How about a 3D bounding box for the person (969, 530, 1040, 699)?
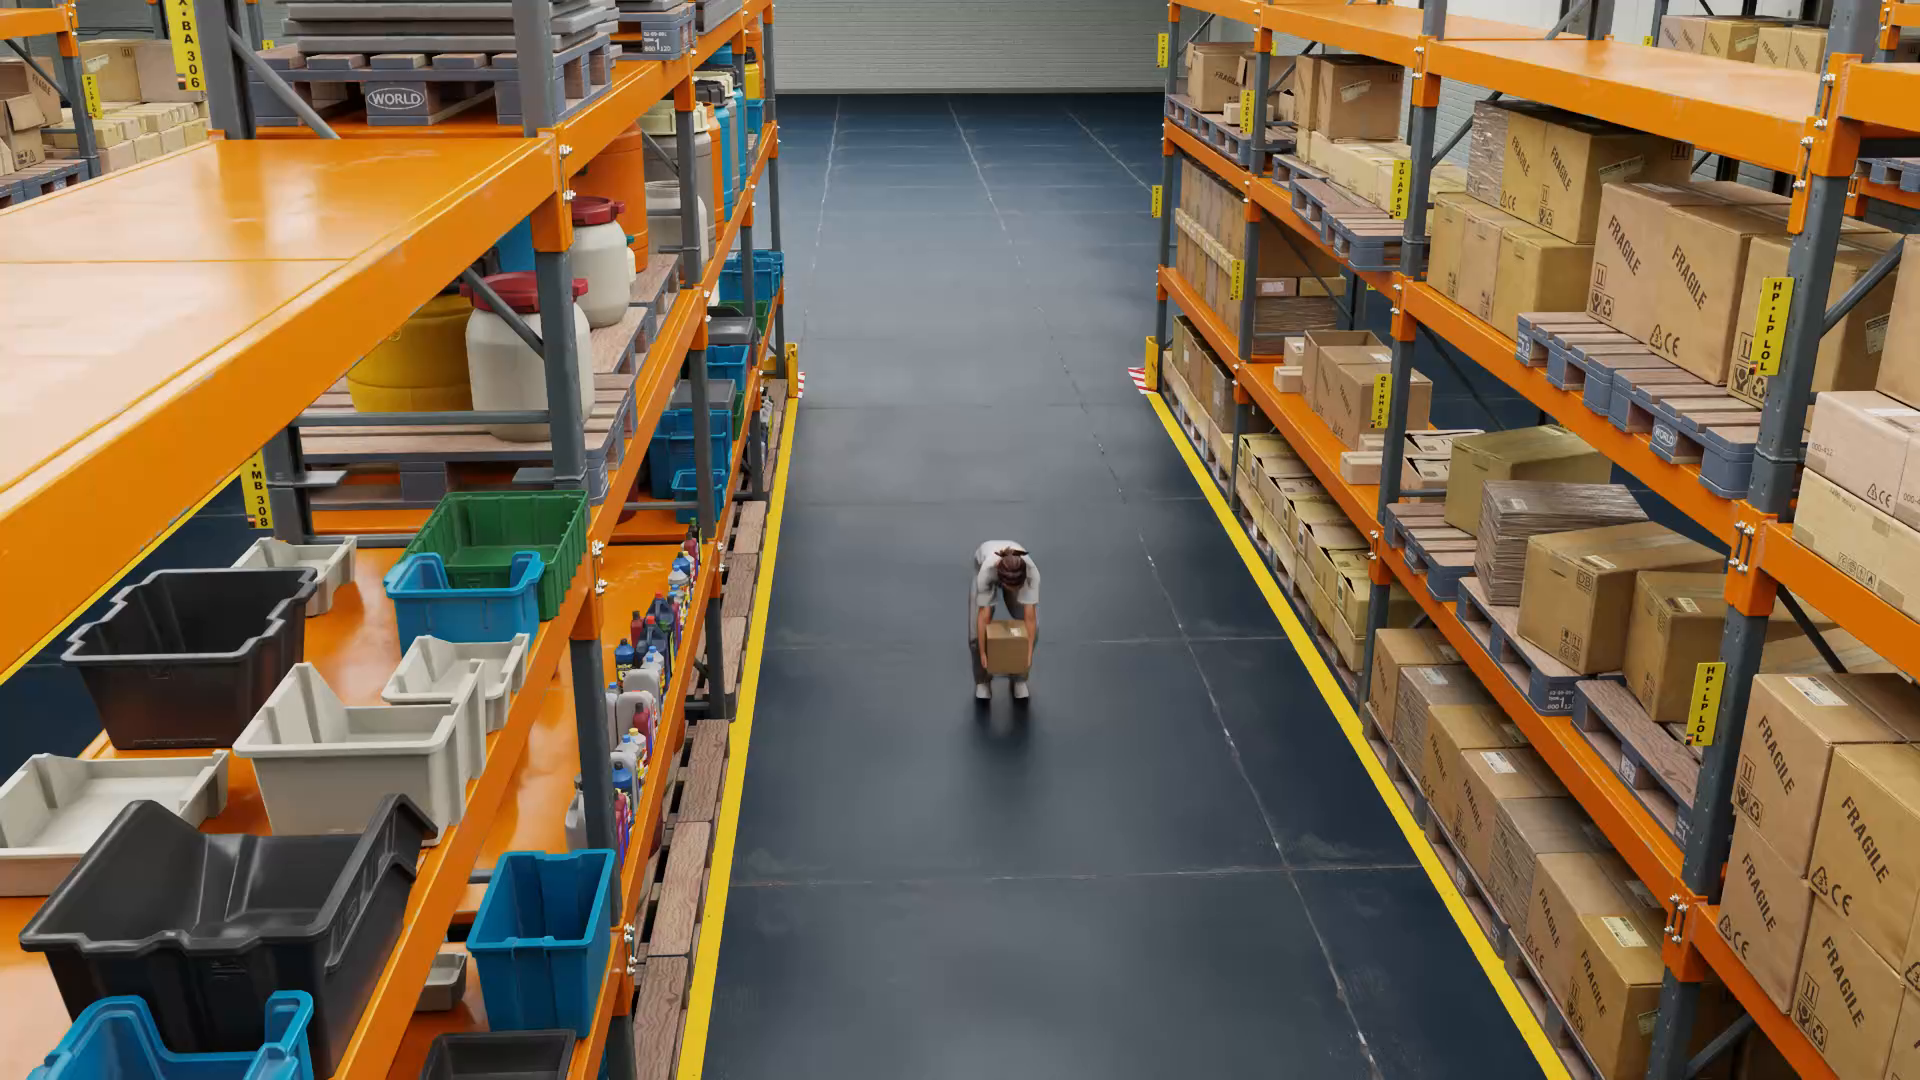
[{"bbox_3d":[0.283,0.468,10.443,0.429,1.246,0.829,-2,21,-5],"label":"person"}]
